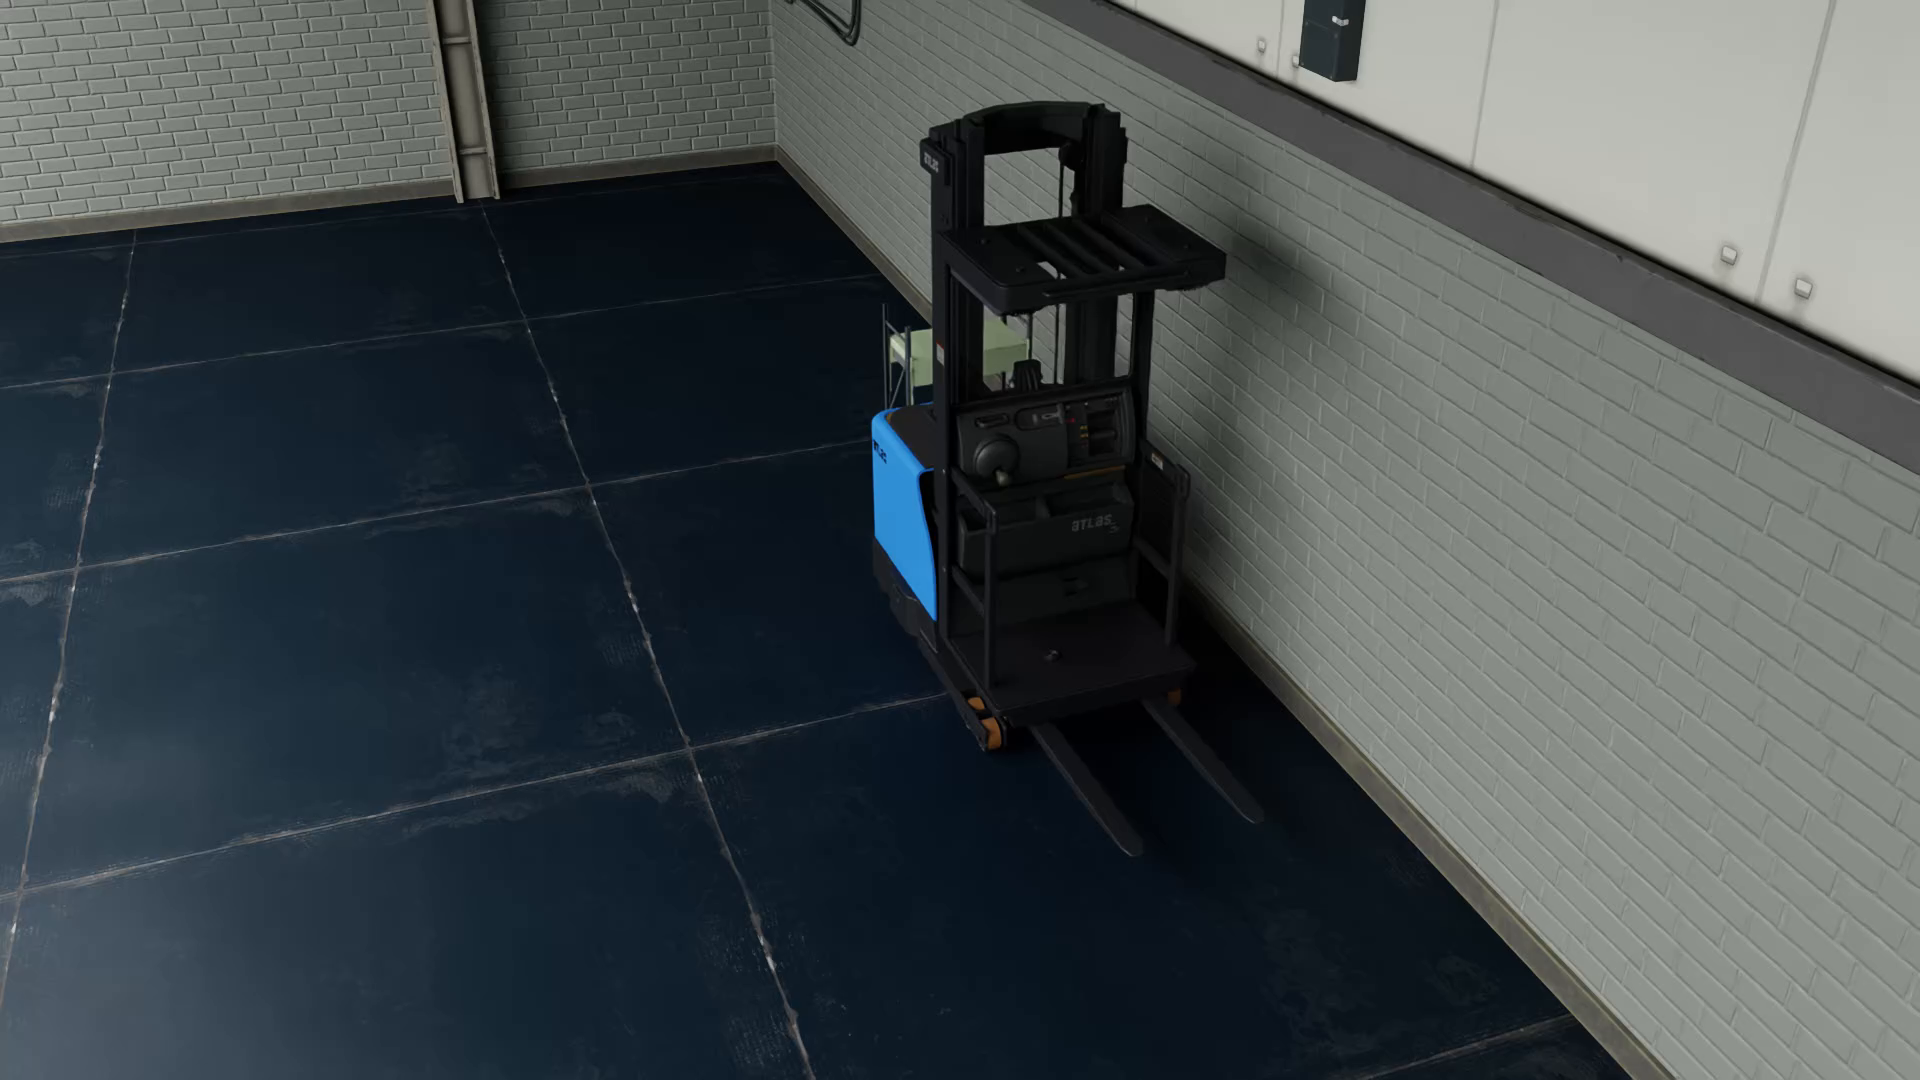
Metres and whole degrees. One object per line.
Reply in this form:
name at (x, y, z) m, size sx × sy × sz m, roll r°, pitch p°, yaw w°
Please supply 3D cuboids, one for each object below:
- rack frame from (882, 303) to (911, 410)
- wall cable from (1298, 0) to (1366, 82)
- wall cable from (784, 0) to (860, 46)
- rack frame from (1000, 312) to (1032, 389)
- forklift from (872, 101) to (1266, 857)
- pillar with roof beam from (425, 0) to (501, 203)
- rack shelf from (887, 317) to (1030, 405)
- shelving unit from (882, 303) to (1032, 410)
rack frame at (-0.355, -0.602, 9.642) m, size 0.023 × 1.500 × 0.400 m, roll -11°, pitch 32°, yaw -19°
wall cable at (1.917, -4.157, 4.872) m, size 0.169 × 6.003 × 2.305 m, roll -10°, pitch 31°, yaw -18°
wall cable at (-1.378, -5.738, 14.218) m, size 0.112 × 2.526 × 3.097 m, roll -10°, pitch 31°, yaw -18°
rack frame at (0.323, -0.738, 9.881) m, size 0.023 × 1.500 × 0.400 m, roll -11°, pitch 32°, yaw -19°
forklift at (0.507, -0.461, 7.948) m, size 1.130 × 2.935 × 3.031 m, roll -11°, pitch 31°, yaw -19°
pillar with roof beam at (-3.099, -5.195, 10.128) m, size 0.400 × 9.000 × 9.100 m, roll -10°, pitch 31°, yaw -18°
rack shelf at (-0.016, -1.009, 9.568) m, size 0.720 × 0.370 × 0.431 m, roll -11°, pitch 32°, yaw -19°
shelving unit at (-0.016, -0.670, 9.762) m, size 0.755 × 1.500 × 0.431 m, roll -11°, pitch 32°, yaw -19°
